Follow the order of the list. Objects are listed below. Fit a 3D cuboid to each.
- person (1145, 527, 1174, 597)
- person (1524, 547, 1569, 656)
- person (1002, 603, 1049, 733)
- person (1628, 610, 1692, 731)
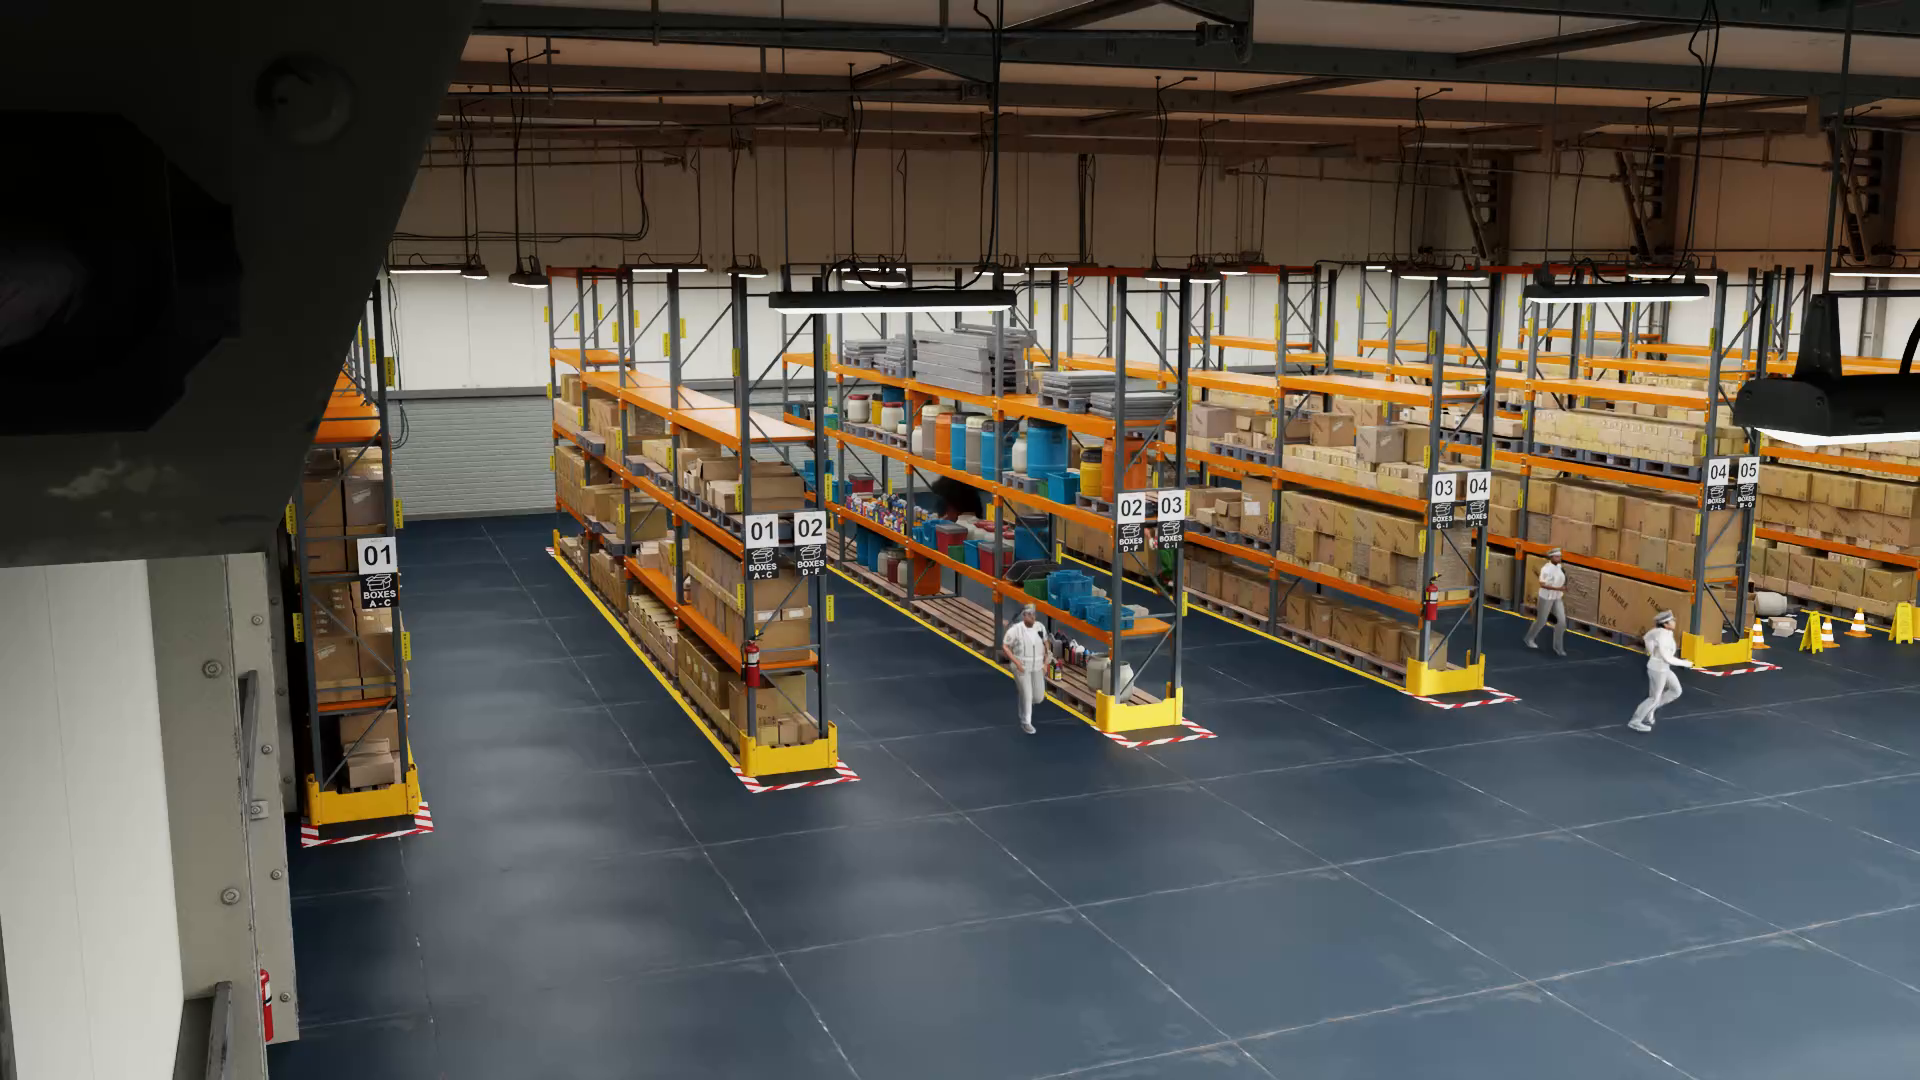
[{"bbox_3d":[3.629,0.140,29.093,0.665,1.759,0.576,-6,12,-32],"label":"person"},{"bbox_3d":[9.316,0.967,26.312,0.554,1.768,0.757,-6,12,-31],"label":"person"},{"bbox_3d":[0.888,1.674,22.112,0.675,1.743,0.567,-4,11,-23],"label":"person"},{"bbox_3d":[9.288,1.714,22.005,0.728,1.651,0.634,4,11,22],"label":"person"}]
